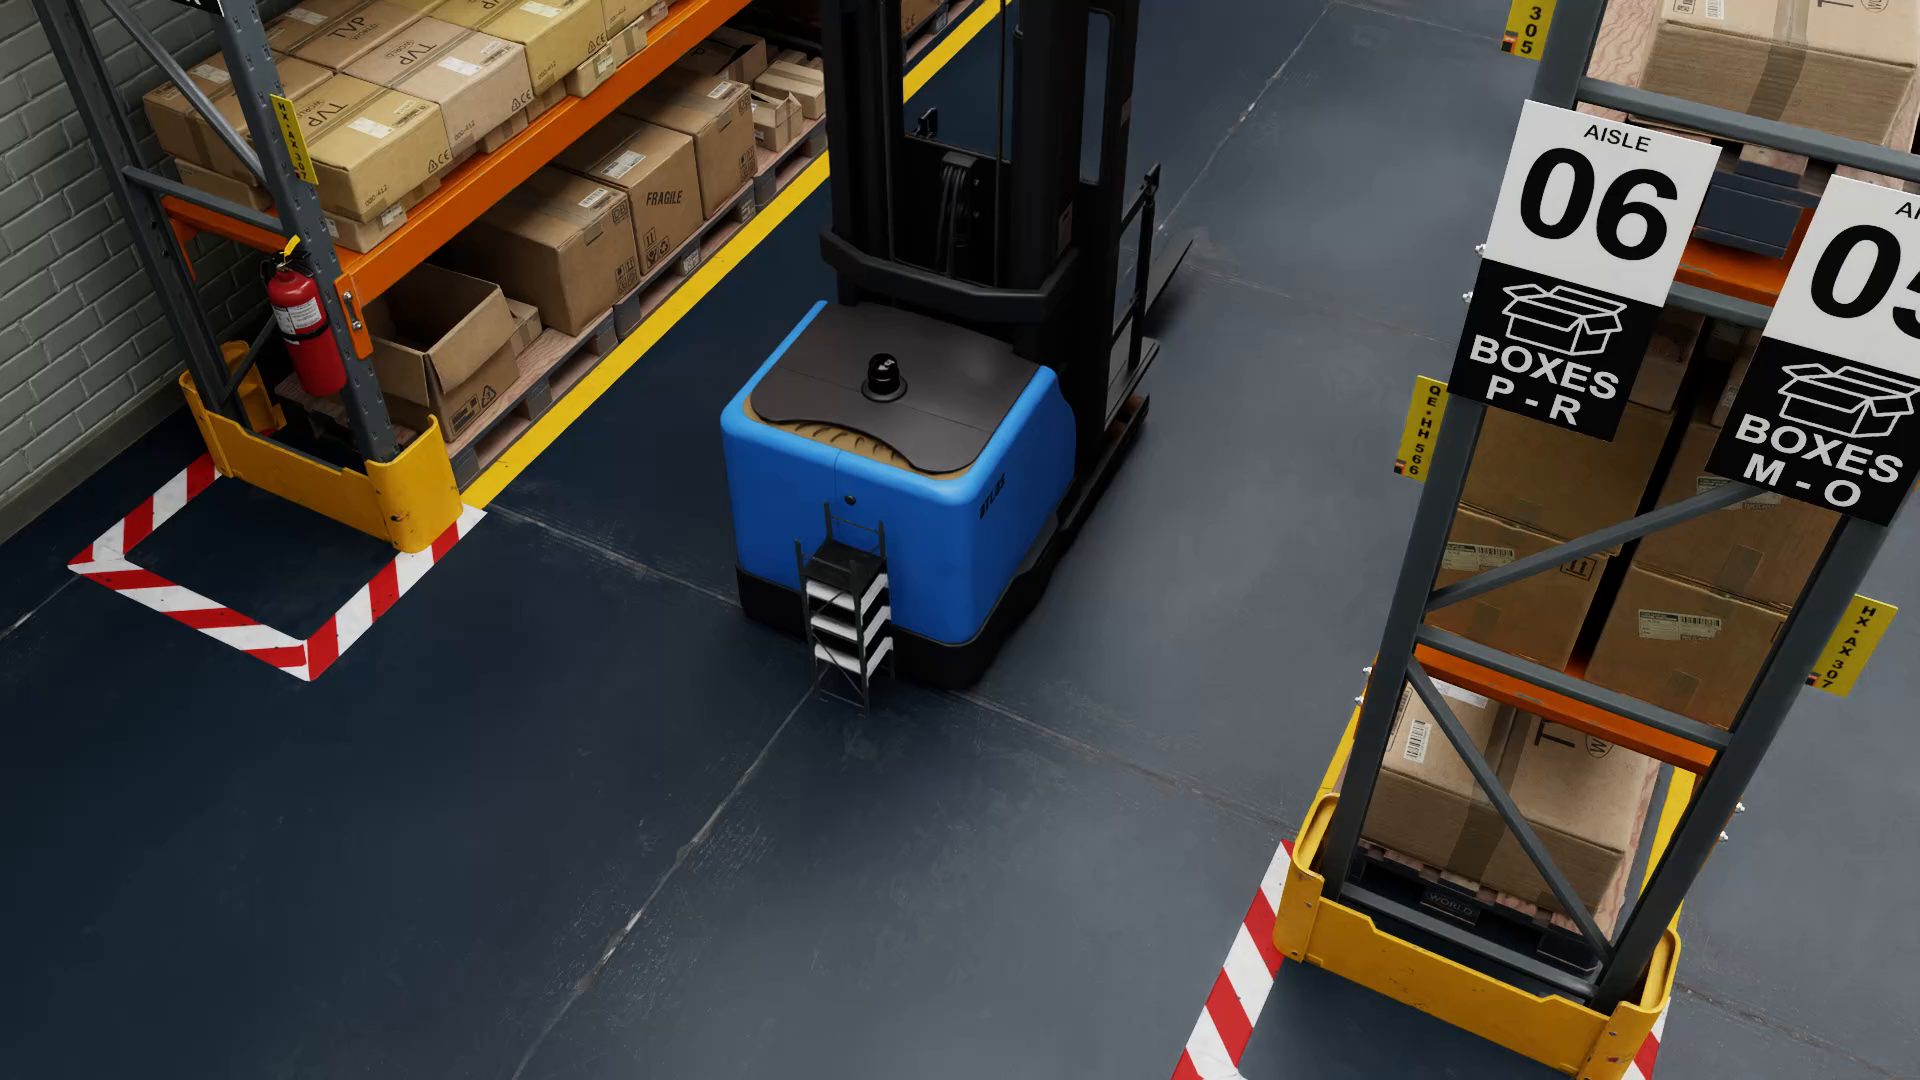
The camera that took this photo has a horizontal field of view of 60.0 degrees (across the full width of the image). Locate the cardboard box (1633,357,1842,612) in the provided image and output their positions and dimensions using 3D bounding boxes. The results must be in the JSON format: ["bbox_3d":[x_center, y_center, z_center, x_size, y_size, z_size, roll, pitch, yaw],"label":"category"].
[{"bbox_3d":[2.127,-0.193,4.338,0.500,0.500,0.500,19,48,18],"label":"cardboard box"}]

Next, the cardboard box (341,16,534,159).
[{"bbox_3d":[-2.064,-1.801,6.597,0.500,0.250,0.500,21,49,19],"label":"cardboard box"}]

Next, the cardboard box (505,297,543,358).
[{"bbox_3d":[-2.147,-0.989,7.607,0.380,0.149,0.250,19,48,18],"label":"cardboard box"}]

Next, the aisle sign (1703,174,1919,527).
[{"bbox_3d":[1.875,-0.371,3.459,0.394,0.787,0.004,20,49,19],"label":"aisle sign"}]

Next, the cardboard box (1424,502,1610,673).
[{"bbox_3d":[1.641,-0.024,4.875,0.500,0.500,0.500,21,49,19],"label":"cardboard box"}]

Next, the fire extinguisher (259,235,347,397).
[{"bbox_3d":[-2.406,-0.831,6.059,0.296,0.674,0.183,20,49,19],"label":"fire extinguisher"}]

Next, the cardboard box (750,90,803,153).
[{"bbox_3d":[-1.054,-2.268,8.789,0.396,0.266,0.258,22,49,20],"label":"cardboard box"}]

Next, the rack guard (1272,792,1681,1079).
[{"bbox_3d":[1.640,1.296,5.398,1.175,0.500,0.348,20,49,19],"label":"rack guard"}]

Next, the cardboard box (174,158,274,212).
[{"bbox_3d":[-2.831,-1.444,6.524,0.380,0.149,0.250,20,49,19],"label":"cardboard box"}]

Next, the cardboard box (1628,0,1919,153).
[{"bbox_3d":[1.781,-1.096,3.635,0.500,0.250,0.500,16,48,15],"label":"cardboard box"}]

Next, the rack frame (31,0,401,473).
[{"bbox_3d":[-2.747,-1.234,6.141,1.000,3.000,0.127,20,49,19],"label":"rack frame"}]

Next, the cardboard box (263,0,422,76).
[{"bbox_3d":[-2.528,-1.988,6.782,0.500,0.250,0.500,21,49,19],"label":"cardboard box"}]

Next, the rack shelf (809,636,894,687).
[{"bbox_3d":[-0.409,0.419,6.277,0.258,0.077,0.200,19,51,18],"label":"rack shelf"}]

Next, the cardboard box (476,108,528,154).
[{"bbox_3d":[-2.011,-1.754,6.831,0.380,0.149,0.250,22,49,20],"label":"cardboard box"}]

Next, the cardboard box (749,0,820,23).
[{"bbox_3d":[-0.924,-3.430,9.773,0.500,0.500,0.500,20,49,19],"label":"cardboard box"}]

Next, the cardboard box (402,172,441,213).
[{"bbox_3d":[-2.274,-1.438,6.519,0.380,0.149,0.250,22,49,20],"label":"cardboard box"}]

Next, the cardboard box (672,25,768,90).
[{"bbox_3d":[-1.406,-2.619,9.104,0.500,0.311,0.500,22,49,20],"label":"cardboard box"}]

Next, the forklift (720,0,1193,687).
[{"bbox_3d":[0.202,-1.522,6.474,1.130,2.935,3.031,19,48,17],"label":"forklift"}]

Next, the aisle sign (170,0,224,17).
[{"bbox_3d":[-2.518,-2.008,5.078,0.394,0.787,0.004,20,49,19],"label":"aisle sign"}]

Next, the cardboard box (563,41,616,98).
[{"bbox_3d":[-1.709,-2.058,7.131,0.380,0.149,0.250,19,48,18],"label":"cardboard box"}]

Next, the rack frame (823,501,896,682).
[{"bbox_3d":[-0.367,0.207,6.181,0.240,0.900,0.006,19,51,18],"label":"rack frame"}]

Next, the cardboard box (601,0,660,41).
[{"bbox_3d":[-1.613,-2.450,7.239,0.500,0.250,0.500,19,48,18],"label":"cardboard box"}]

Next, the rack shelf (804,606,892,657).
[{"bbox_3d":[-0.412,0.297,6.145,0.258,0.077,0.200,19,51,18],"label":"rack shelf"}]

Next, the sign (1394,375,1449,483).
[{"bbox_3d":[1.177,-0.276,4.213,0.100,0.325,0.005,20,49,19],"label":"sign"}]

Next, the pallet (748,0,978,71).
[{"bbox_3d":[-0.546,-3.299,10.142,1.003,0.211,1.213,20,49,19],"label":"pallet"}]

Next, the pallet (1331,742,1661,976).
[{"bbox_3d":[1.953,0.853,6.039,1.003,0.211,1.213,20,49,19],"label":"pallet"}]

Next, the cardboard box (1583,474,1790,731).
[{"bbox_3d":[2.129,0.159,4.693,0.500,0.500,0.500,20,49,19],"label":"cardboard box"}]

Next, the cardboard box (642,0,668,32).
[{"bbox_3d":[-1.546,-2.416,7.485,0.380,0.149,0.250,20,49,19],"label":"cardboard box"}]

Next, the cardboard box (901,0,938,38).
[{"bbox_3d":[-0.466,-3.254,9.599,0.500,0.500,0.500,22,49,21],"label":"cardboard box"}]

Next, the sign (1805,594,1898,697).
[{"bbox_3d":[2.140,0.257,4.003,0.100,0.325,0.005,20,49,19],"label":"sign"}]

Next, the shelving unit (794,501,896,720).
[{"bbox_3d":[-0.413,0.275,6.120,0.258,0.900,0.210,19,51,18],"label":"shelving unit"}]

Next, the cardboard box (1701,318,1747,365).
[{"bbox_3d":[2.120,-0.533,4.219,0.380,0.149,0.250,22,49,20],"label":"cardboard box"}]

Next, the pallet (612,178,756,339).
[{"bbox_3d":[-1.775,-1.570,8.434,1.003,0.211,1.213,20,49,19],"label":"pallet"}]

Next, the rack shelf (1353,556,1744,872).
[{"bbox_3d":[2.580,-0.605,6.025,1.077,0.370,4.000,20,49,19],"label":"rack shelf"}]

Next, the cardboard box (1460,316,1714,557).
[{"bbox_3d":[1.664,-0.367,4.510,0.500,0.500,0.500,22,49,20],"label":"cardboard box"}]

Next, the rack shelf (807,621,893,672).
[{"bbox_3d":[-0.410,0.358,6.211,0.258,0.077,0.200,19,51,18],"label":"rack shelf"}]

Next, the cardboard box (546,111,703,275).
[{"bbox_3d":[-1.614,-1.683,8.047,0.500,0.500,0.500,21,49,20],"label":"cardboard box"}]

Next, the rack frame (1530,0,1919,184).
[{"bbox_3d":[1.651,-1.707,2.390,1.000,3.000,0.127,20,49,19],"label":"rack frame"}]
